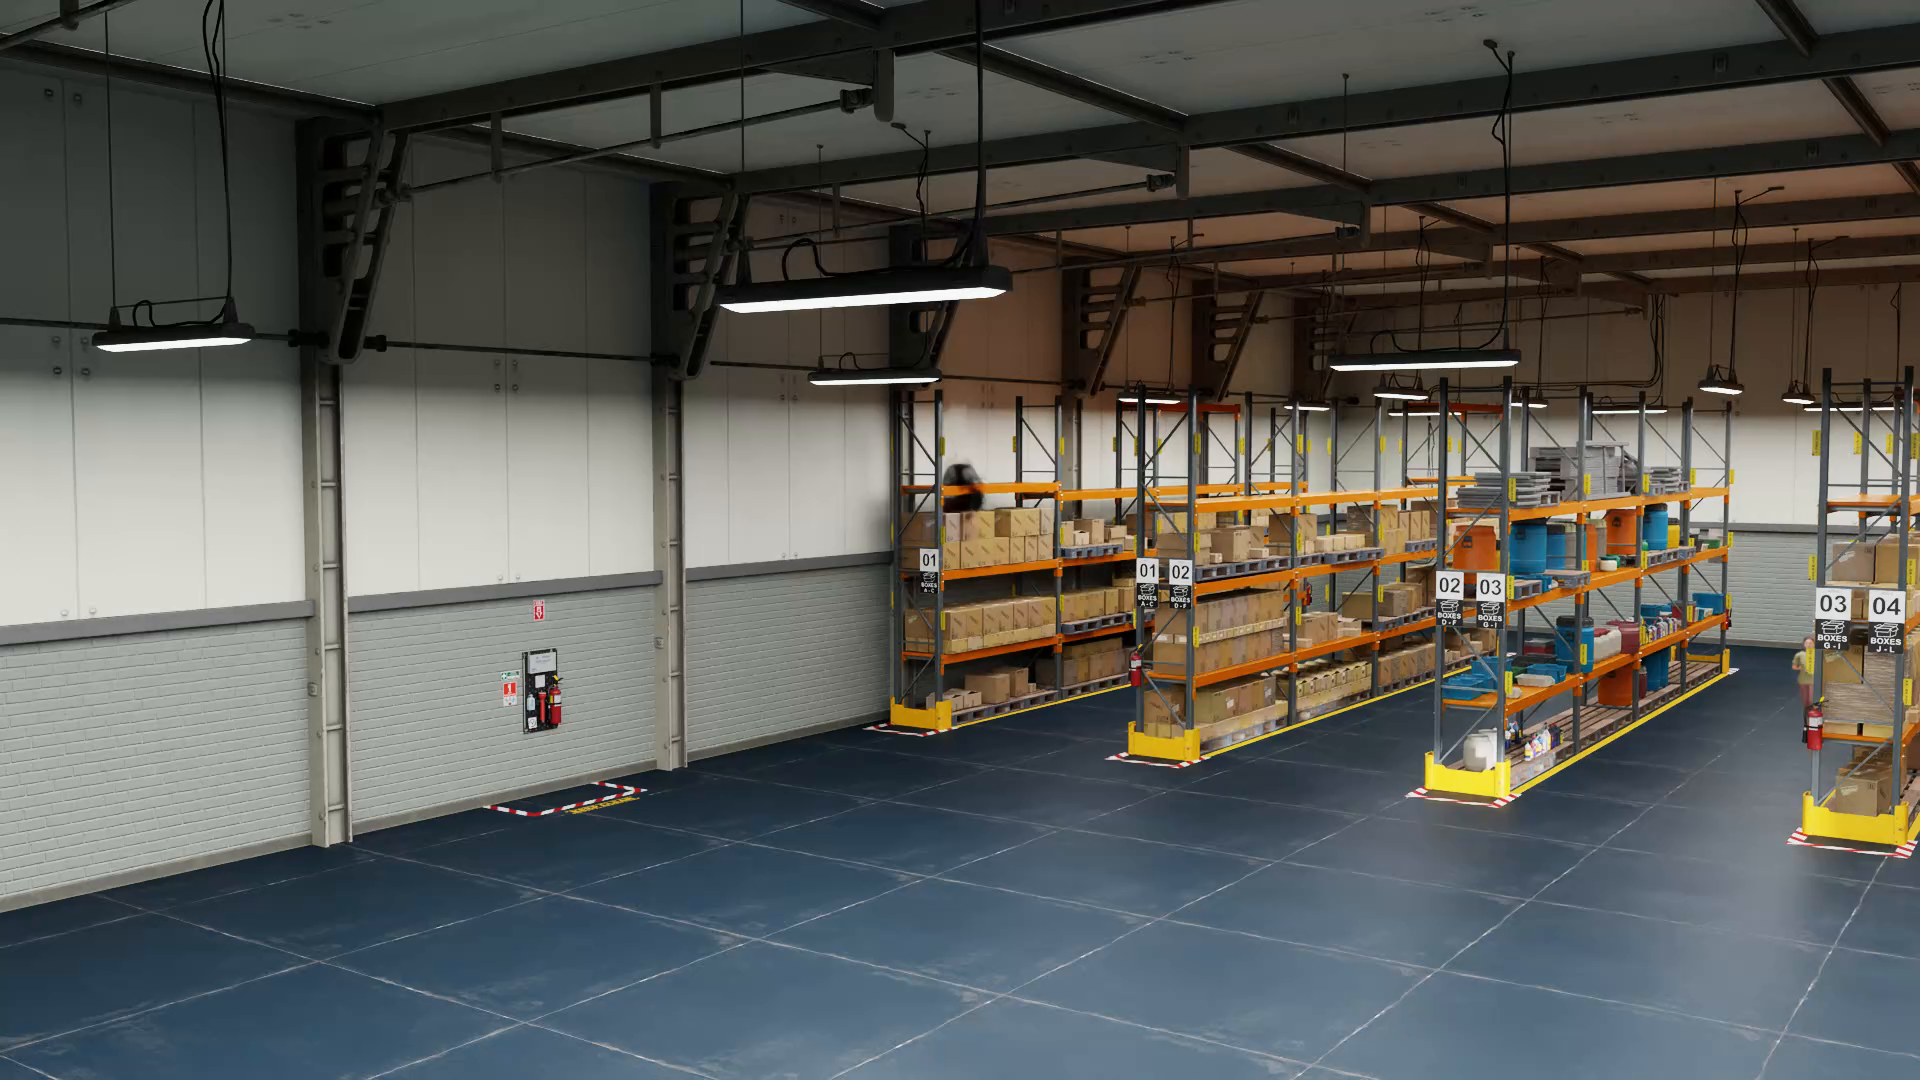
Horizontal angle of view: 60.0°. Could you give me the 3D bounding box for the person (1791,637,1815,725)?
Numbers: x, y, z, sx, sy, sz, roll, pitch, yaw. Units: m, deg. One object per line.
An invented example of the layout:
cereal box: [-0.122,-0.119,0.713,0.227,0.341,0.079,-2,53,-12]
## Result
person: [14.807,2.462,28.997,0.559,1.566,0.720,3,4,38]
